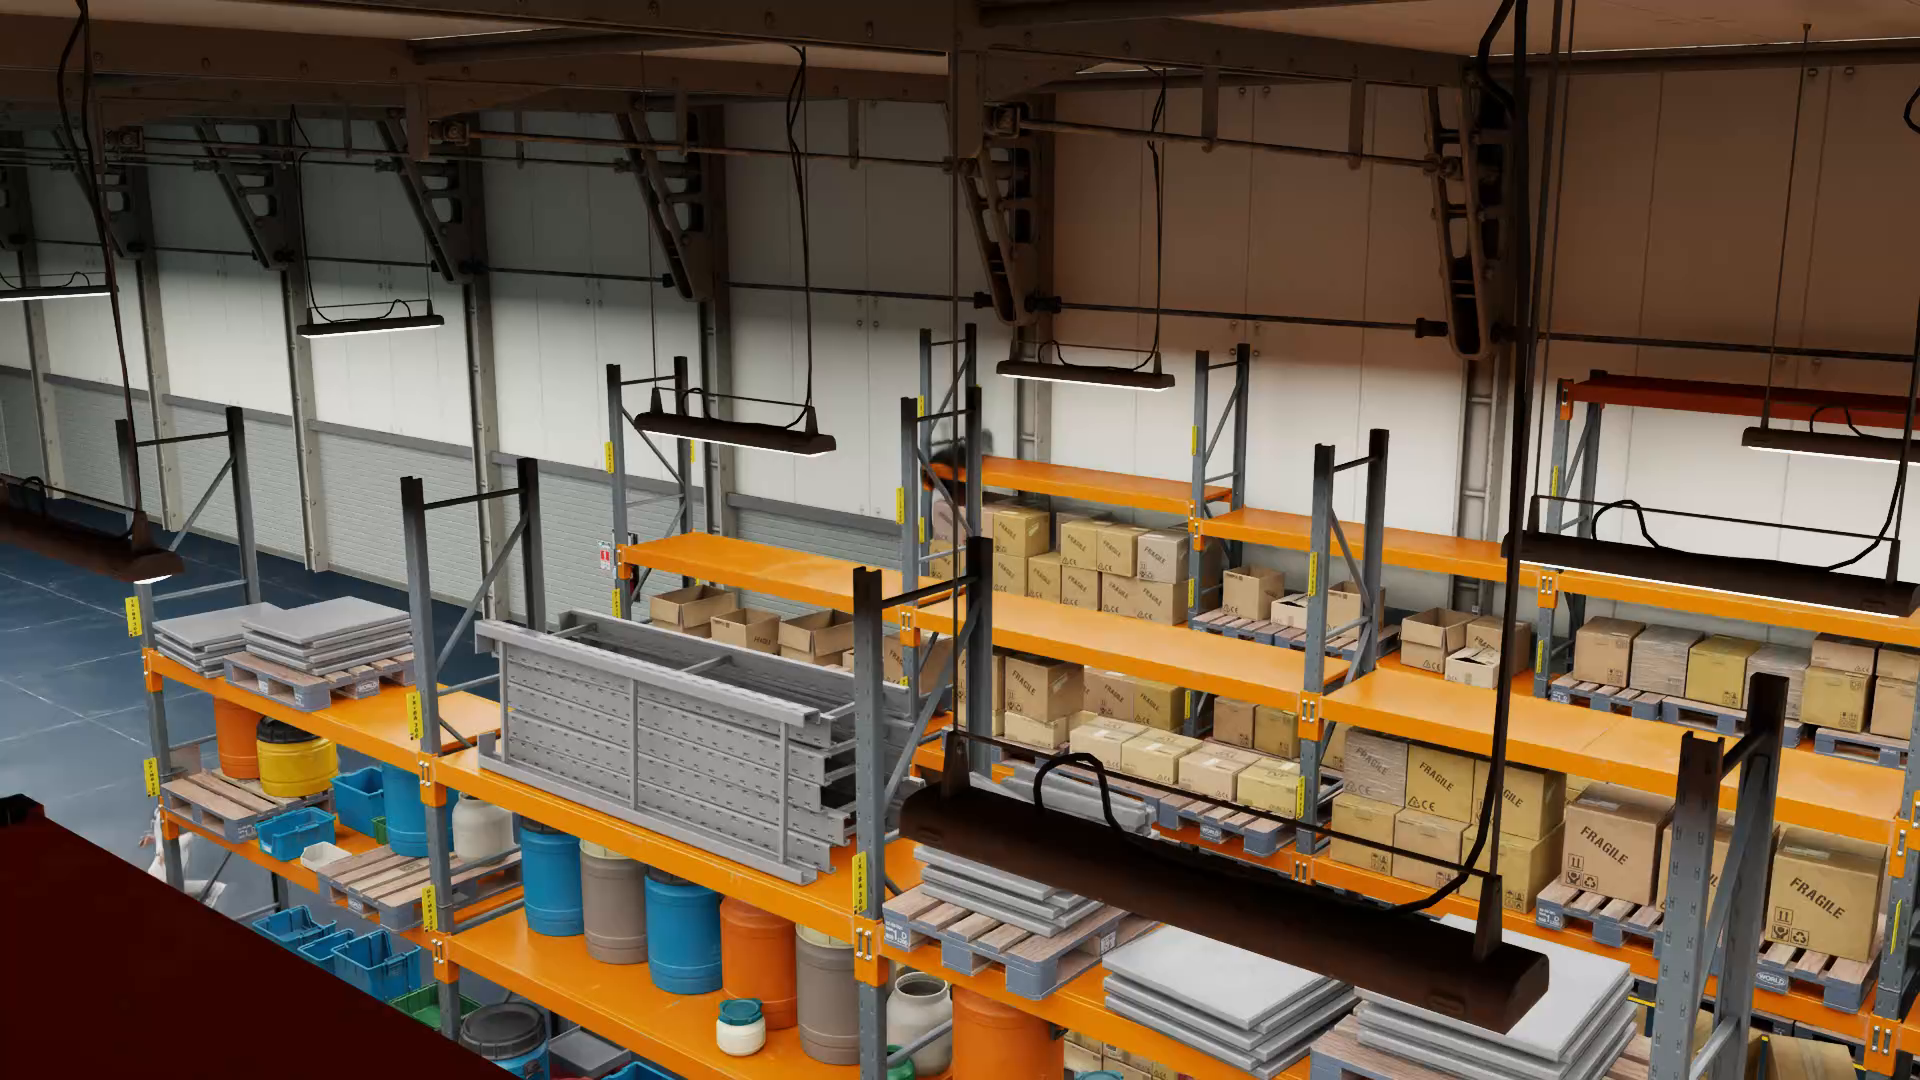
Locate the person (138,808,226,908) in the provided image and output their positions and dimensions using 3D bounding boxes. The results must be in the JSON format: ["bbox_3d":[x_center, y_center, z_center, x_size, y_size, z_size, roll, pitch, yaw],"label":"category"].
[{"bbox_3d":[-8.278,3.343,17.549,0.904,1.744,0.725,-6,14,-26],"label":"person"}]
